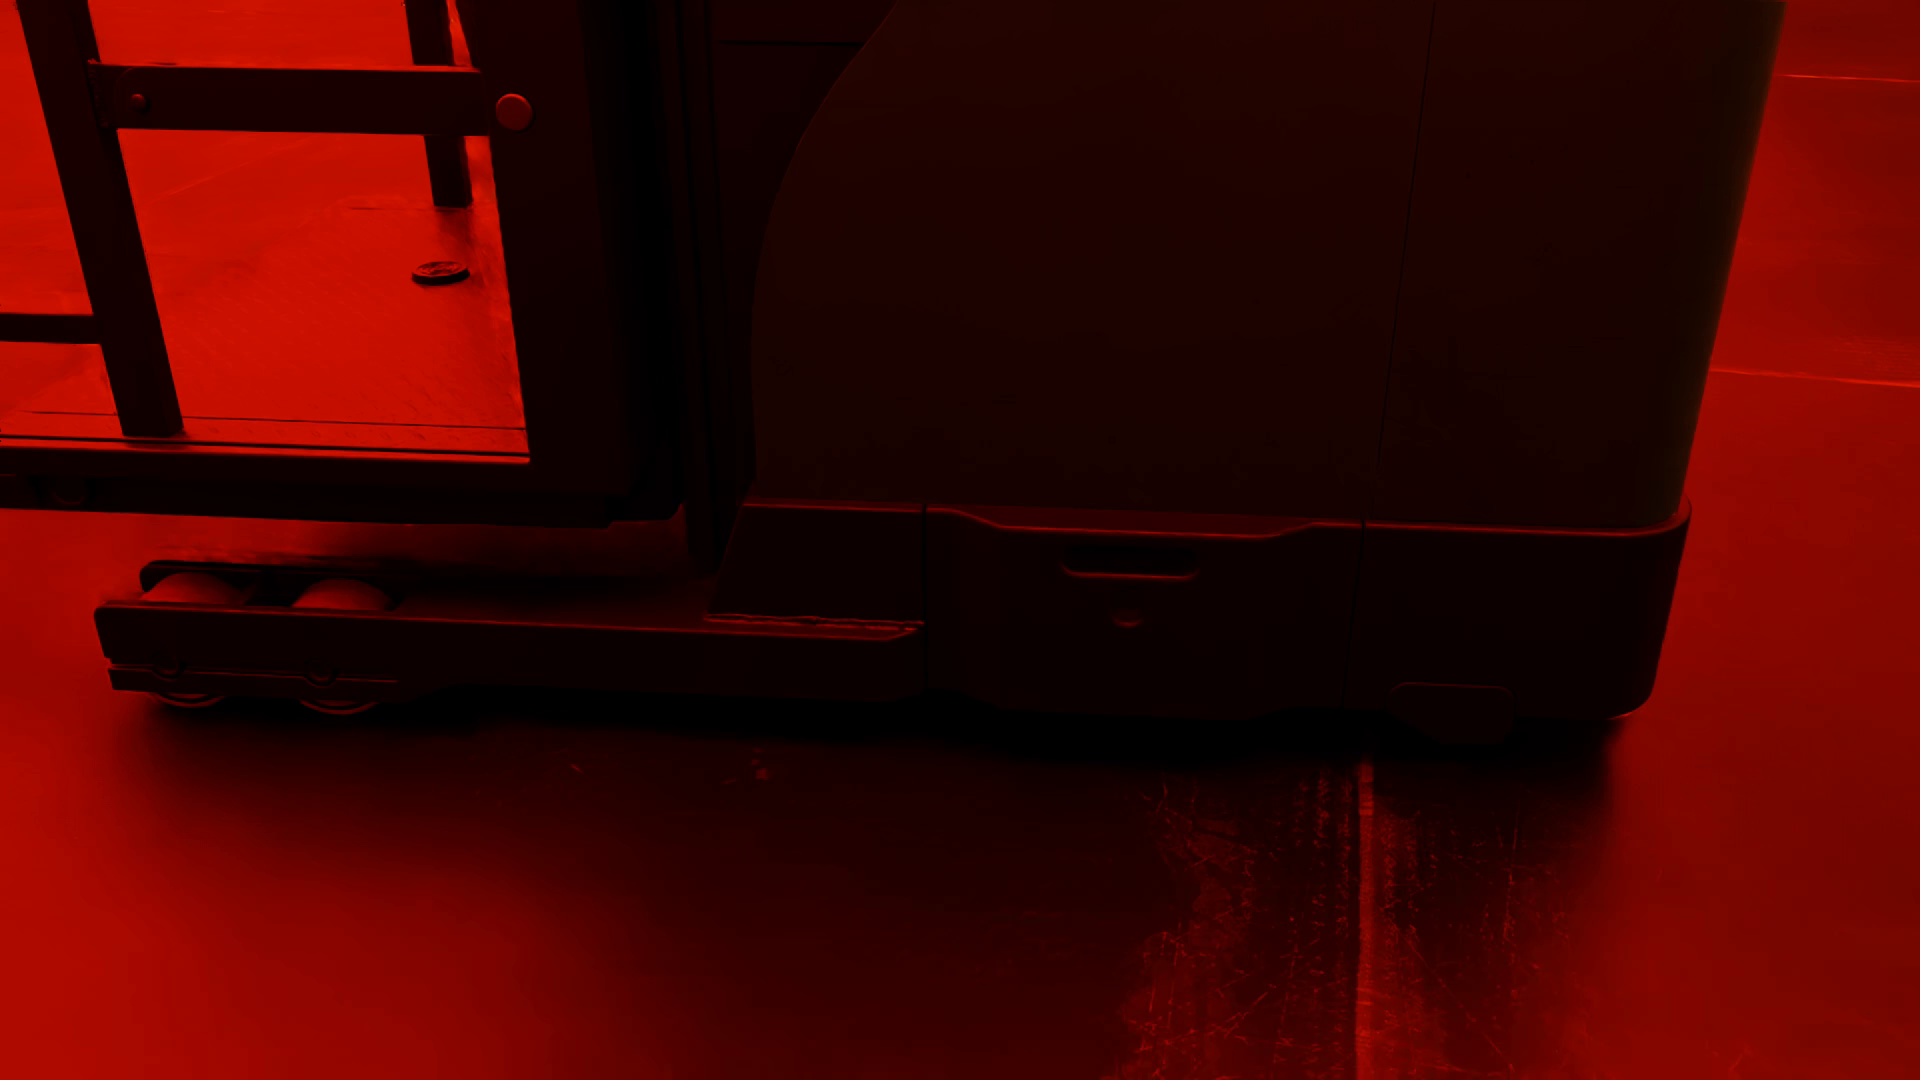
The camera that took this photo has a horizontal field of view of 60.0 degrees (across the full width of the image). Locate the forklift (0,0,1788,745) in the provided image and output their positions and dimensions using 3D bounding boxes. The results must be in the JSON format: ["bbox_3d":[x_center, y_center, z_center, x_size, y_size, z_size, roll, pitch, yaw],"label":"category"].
[{"bbox_3d":[-0.640,-1.325,1.873,3.031,2.935,1.130,2,27,4],"label":"forklift"}]
